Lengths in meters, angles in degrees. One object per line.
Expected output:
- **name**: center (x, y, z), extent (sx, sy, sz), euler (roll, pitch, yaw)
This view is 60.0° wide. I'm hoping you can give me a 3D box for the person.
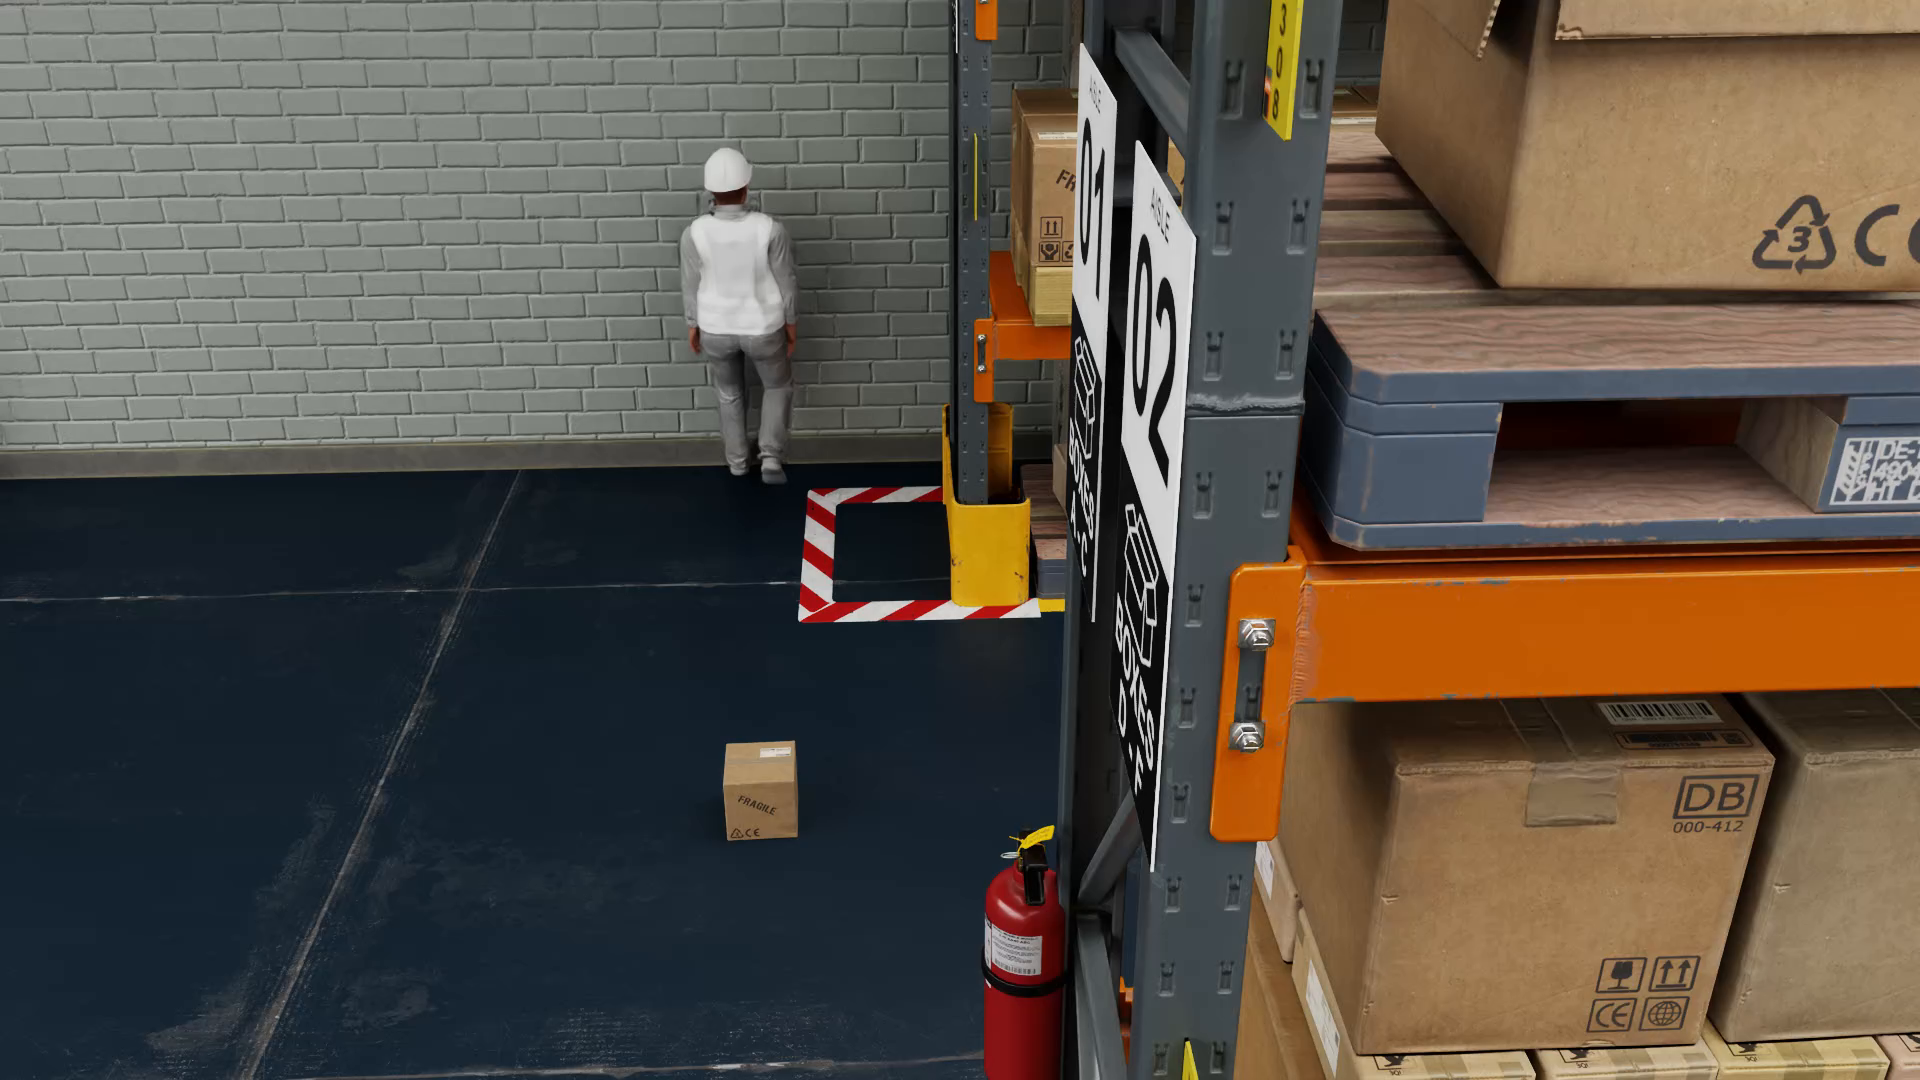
- **person**: center (-1.060, -1.080, 8.136), extent (0.558, 1.734, 0.691), euler (-1, 27, -3)
